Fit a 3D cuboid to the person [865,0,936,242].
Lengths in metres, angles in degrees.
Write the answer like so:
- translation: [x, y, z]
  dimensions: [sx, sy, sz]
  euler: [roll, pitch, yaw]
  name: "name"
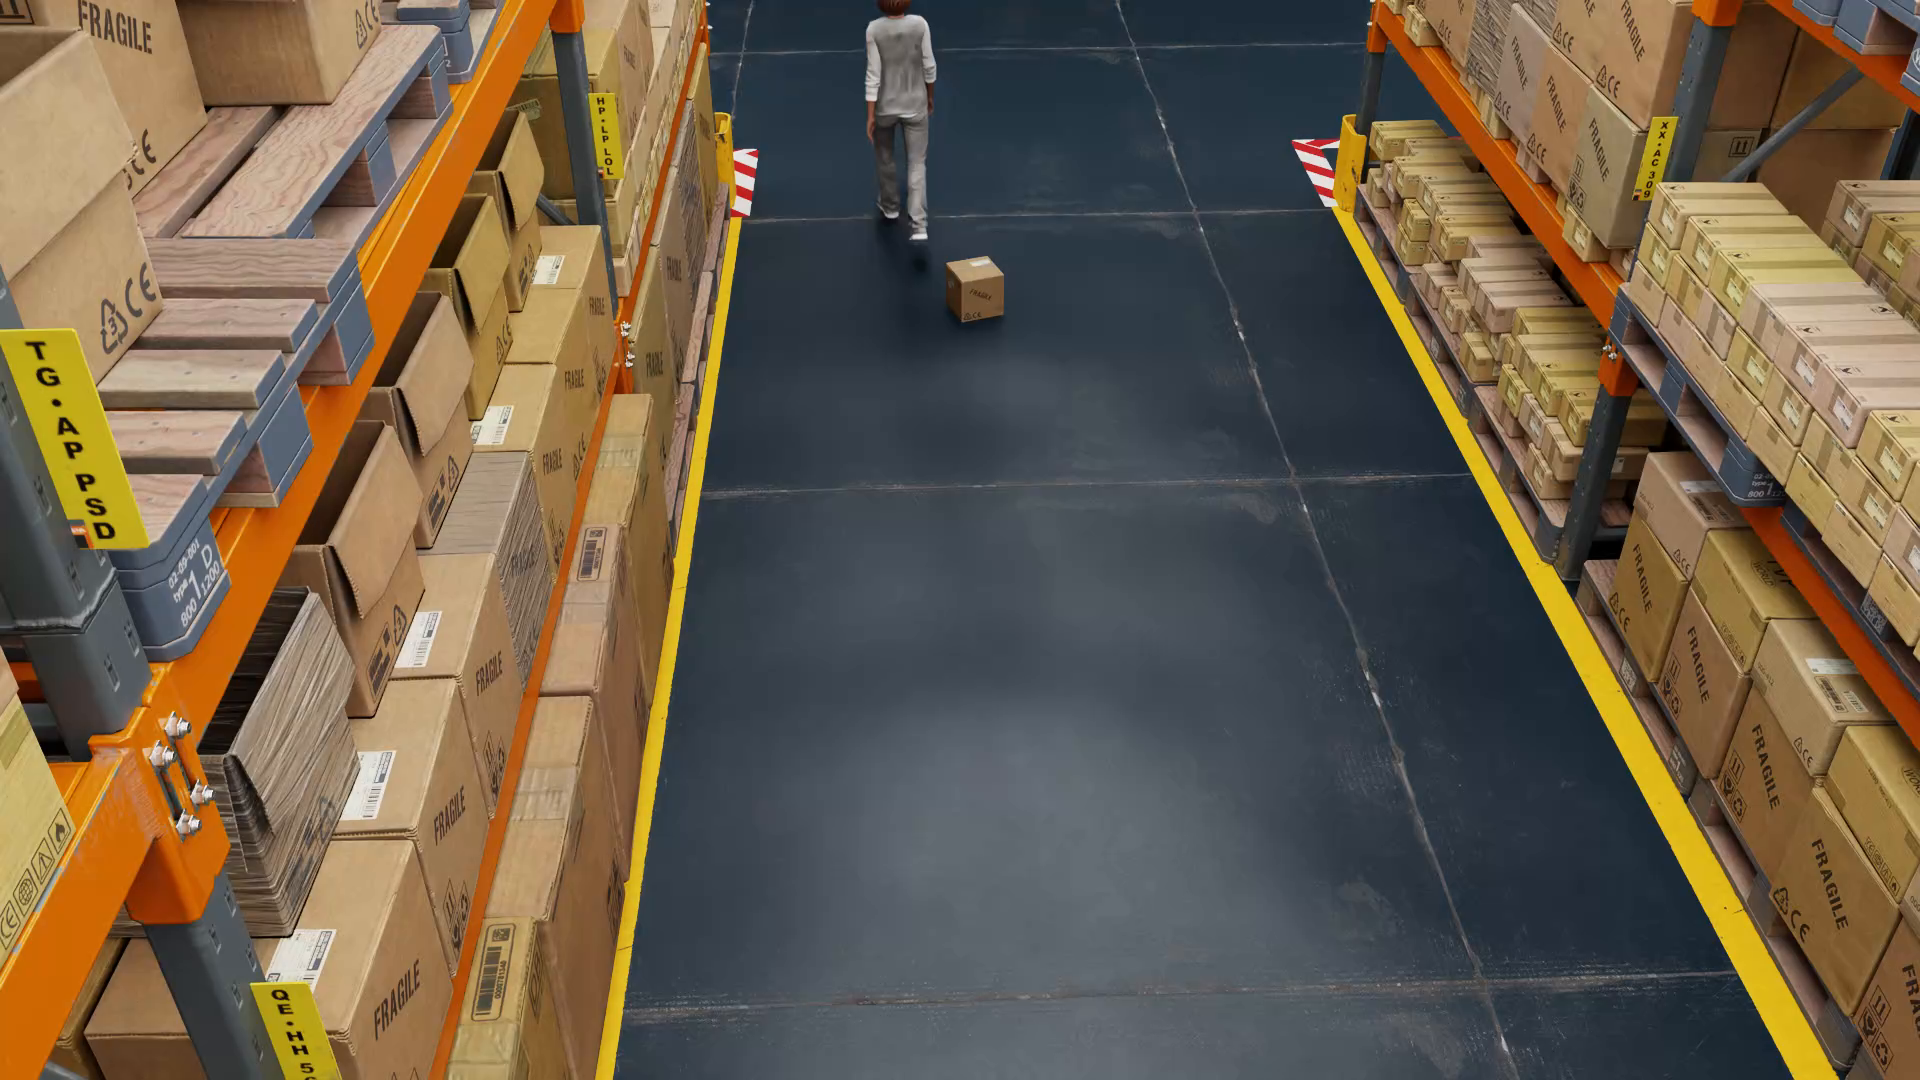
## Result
- translation: [-0.341, -2.505, 9.629]
  dimensions: [0.420, 1.552, 0.885]
  euler: [-4, 36, -5]
  name: "person"
